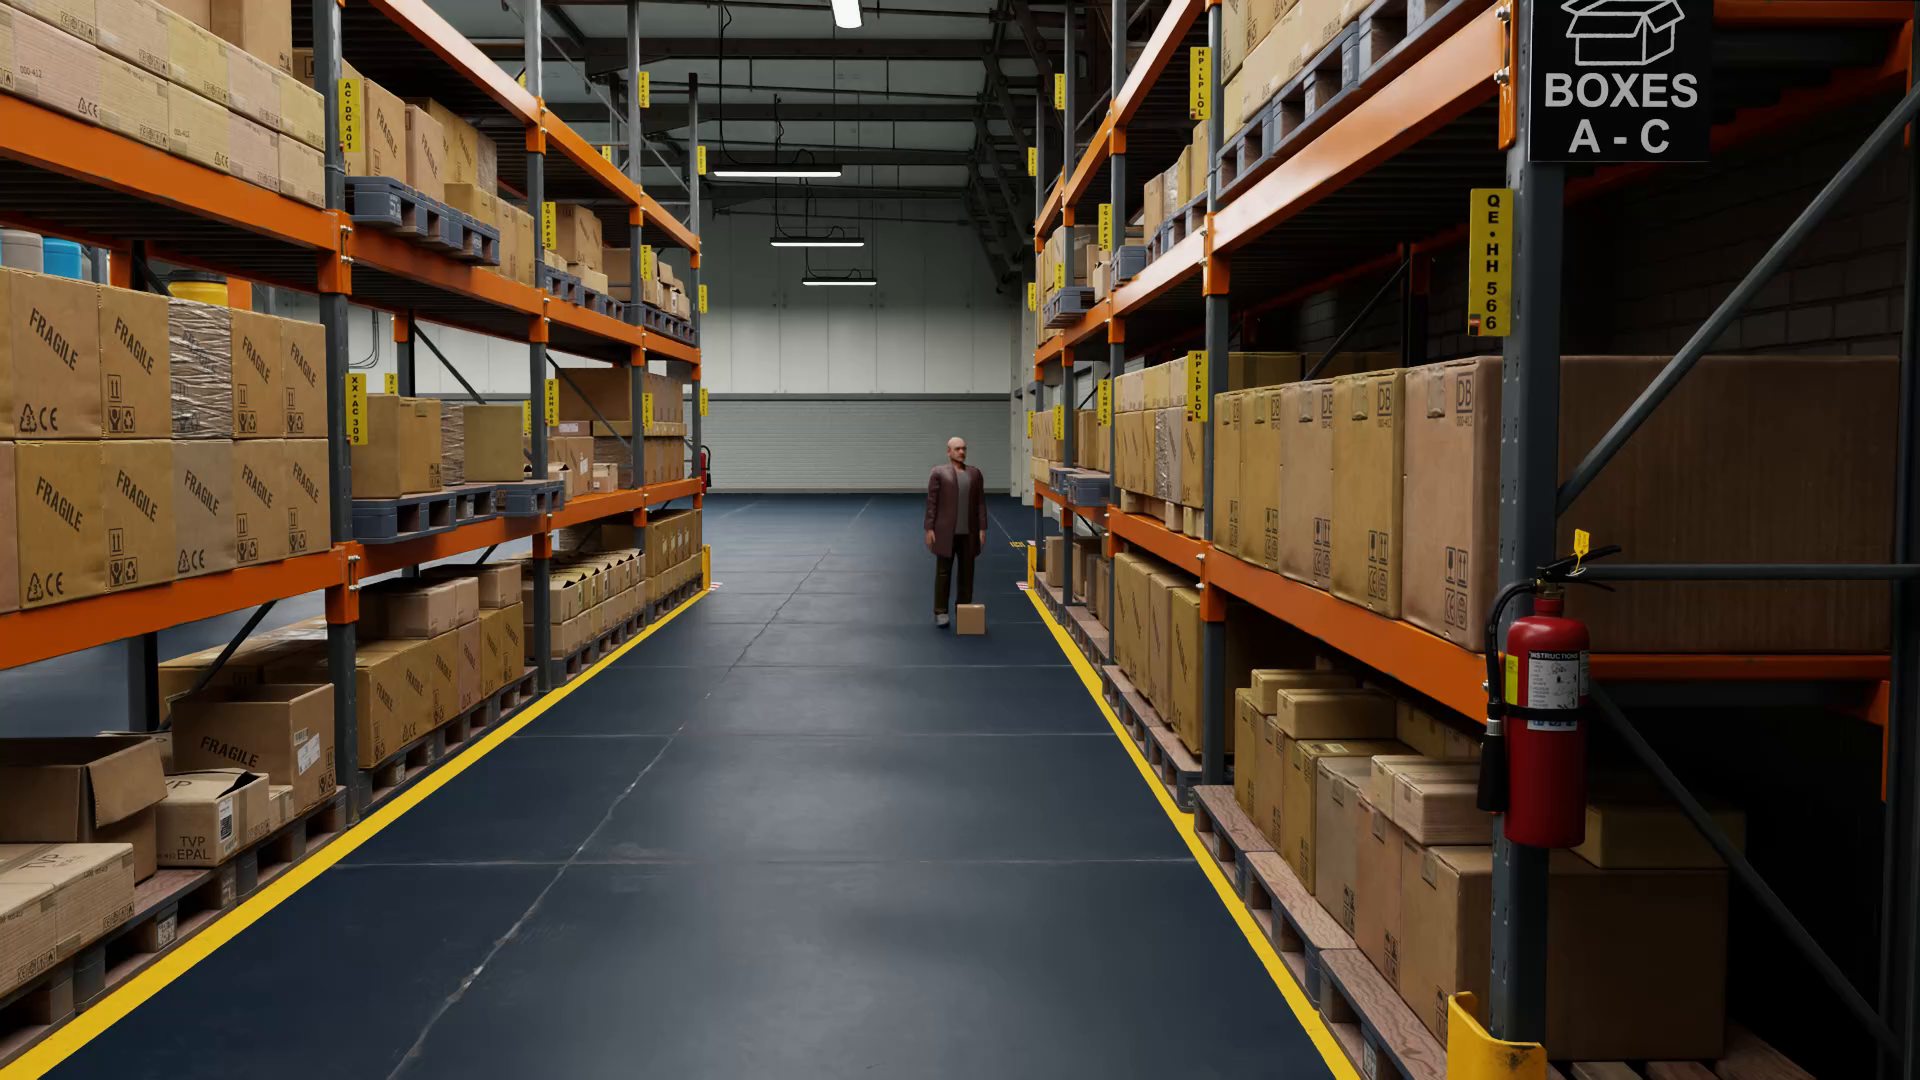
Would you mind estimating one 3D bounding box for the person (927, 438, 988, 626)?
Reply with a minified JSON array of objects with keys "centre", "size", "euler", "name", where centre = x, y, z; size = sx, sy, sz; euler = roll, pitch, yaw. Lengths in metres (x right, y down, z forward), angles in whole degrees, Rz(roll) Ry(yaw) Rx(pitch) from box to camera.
[{"centre":[-0.027,-0.078,15.761],"size":[0.586,1.776,0.376],"euler":[-1,4,-12],"name":"person"}]
